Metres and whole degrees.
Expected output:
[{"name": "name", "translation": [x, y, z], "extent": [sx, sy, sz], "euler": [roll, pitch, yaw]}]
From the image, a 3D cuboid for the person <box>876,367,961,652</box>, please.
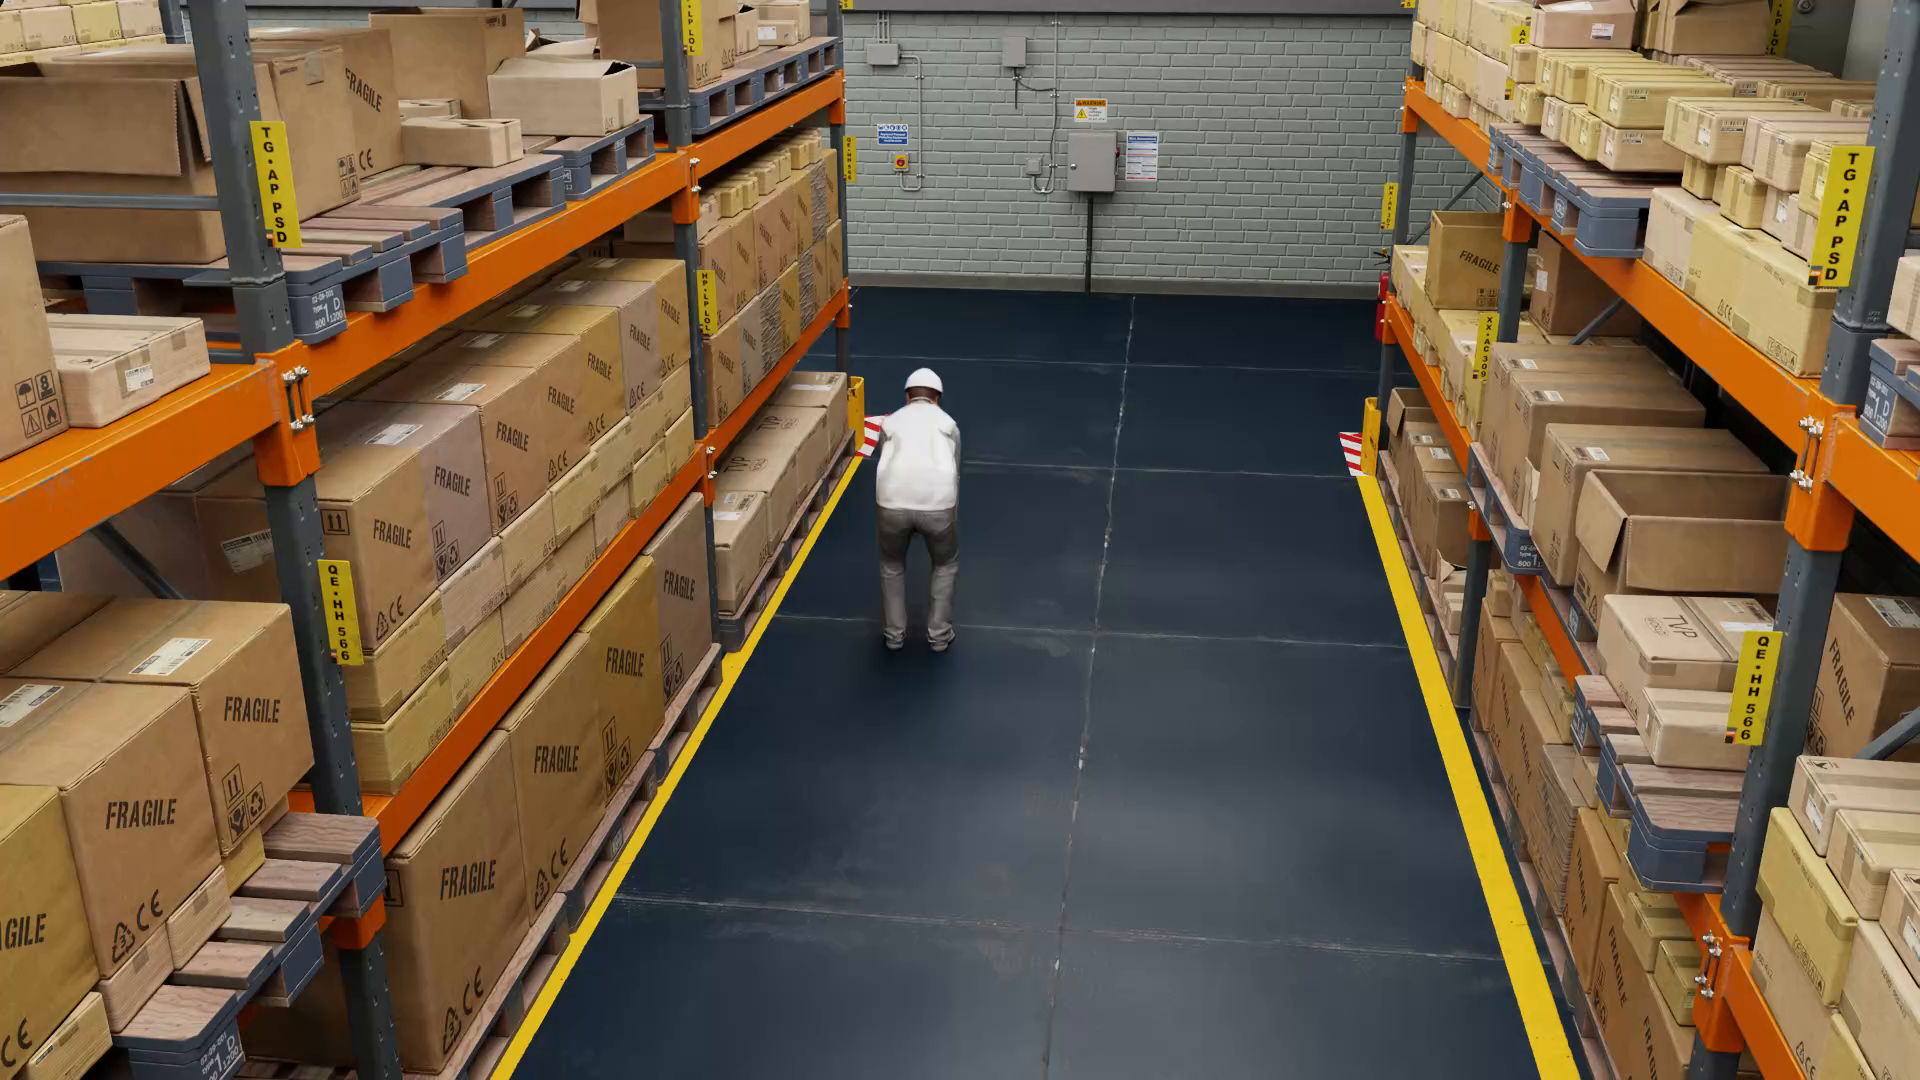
[{"name": "person", "translation": [-0.231, -0.173, 9.416], "extent": [0.470, 1.476, 0.871], "euler": [2, 21, 5]}]
